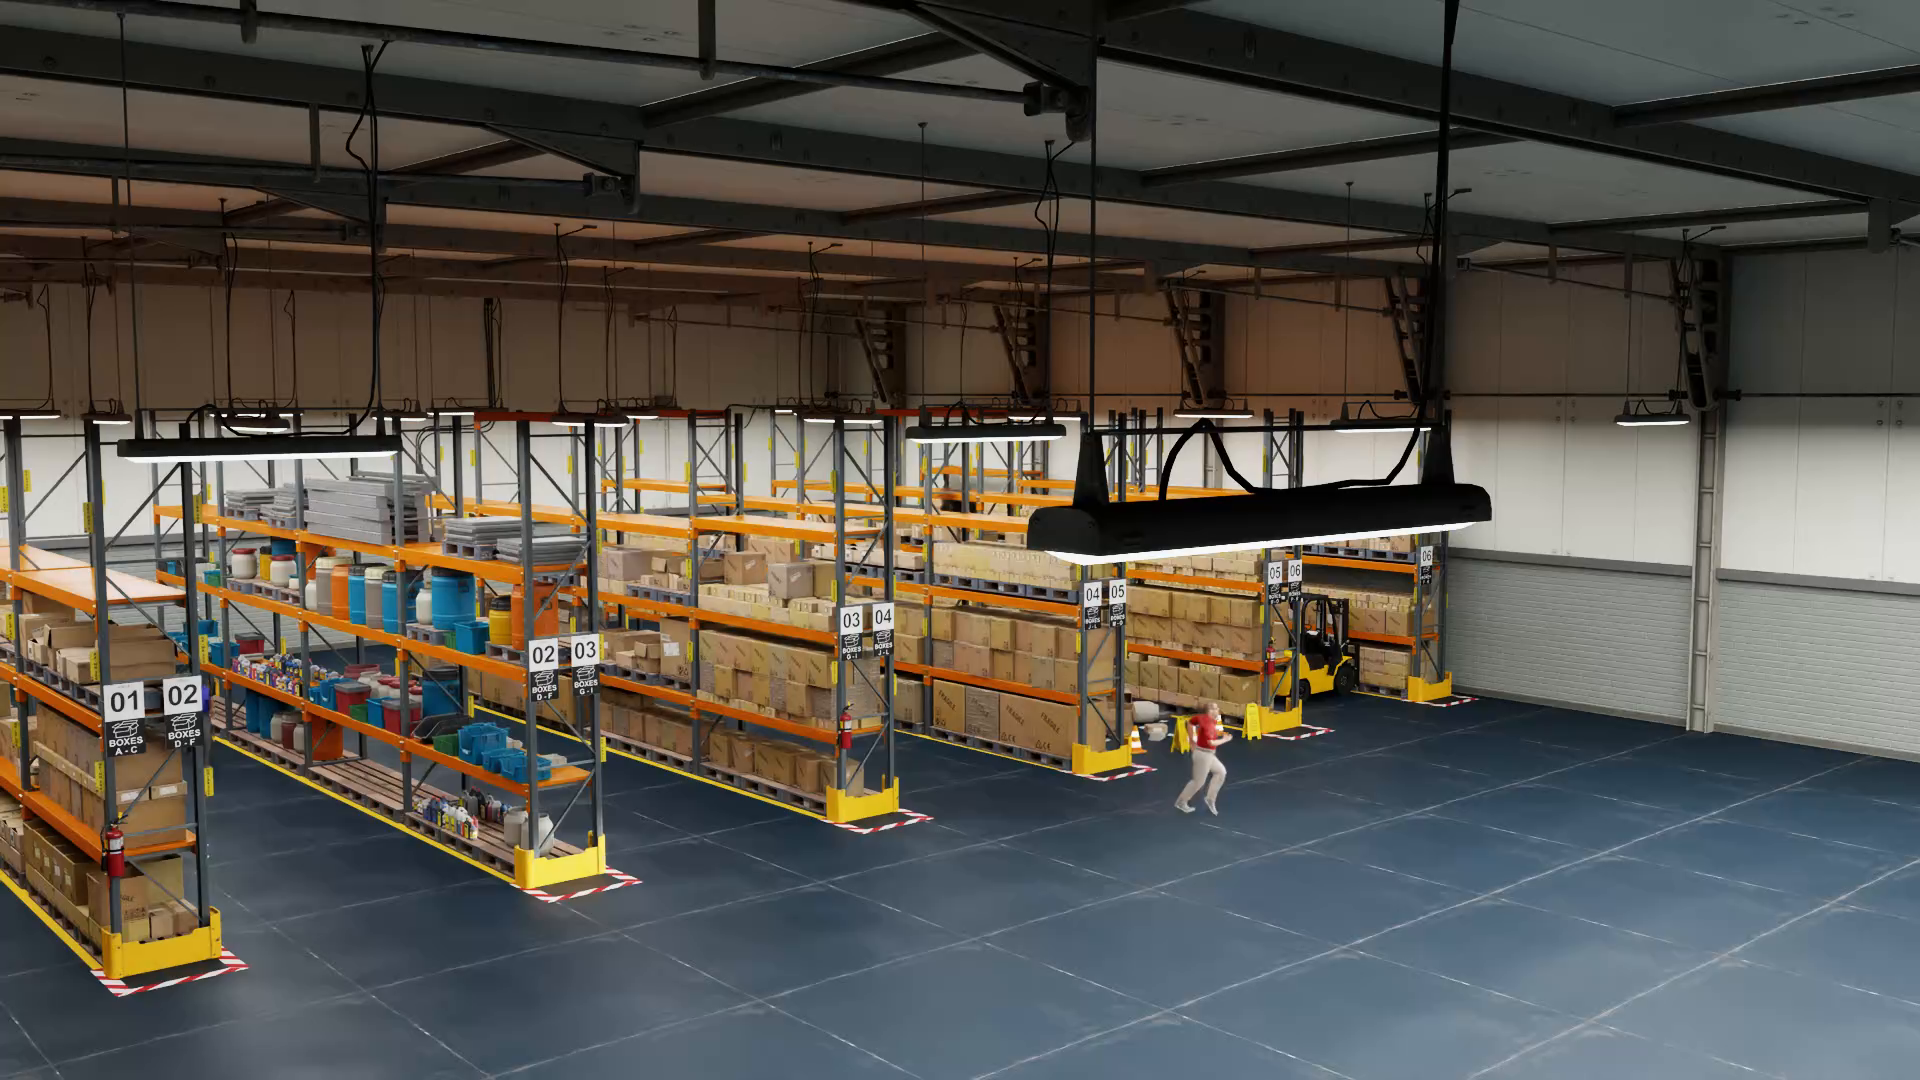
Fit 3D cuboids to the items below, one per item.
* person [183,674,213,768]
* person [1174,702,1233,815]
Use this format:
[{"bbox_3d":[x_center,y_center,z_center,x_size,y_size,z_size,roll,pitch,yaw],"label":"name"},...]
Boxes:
[{"bbox_3d":[-12.923,3.072,28.207,0.555,1.645,0.975,-4,7,-40],"label":"person"},{"bbox_3d":[3.660,3.292,25.003,0.853,1.751,0.689,0,5,4],"label":"person"}]
